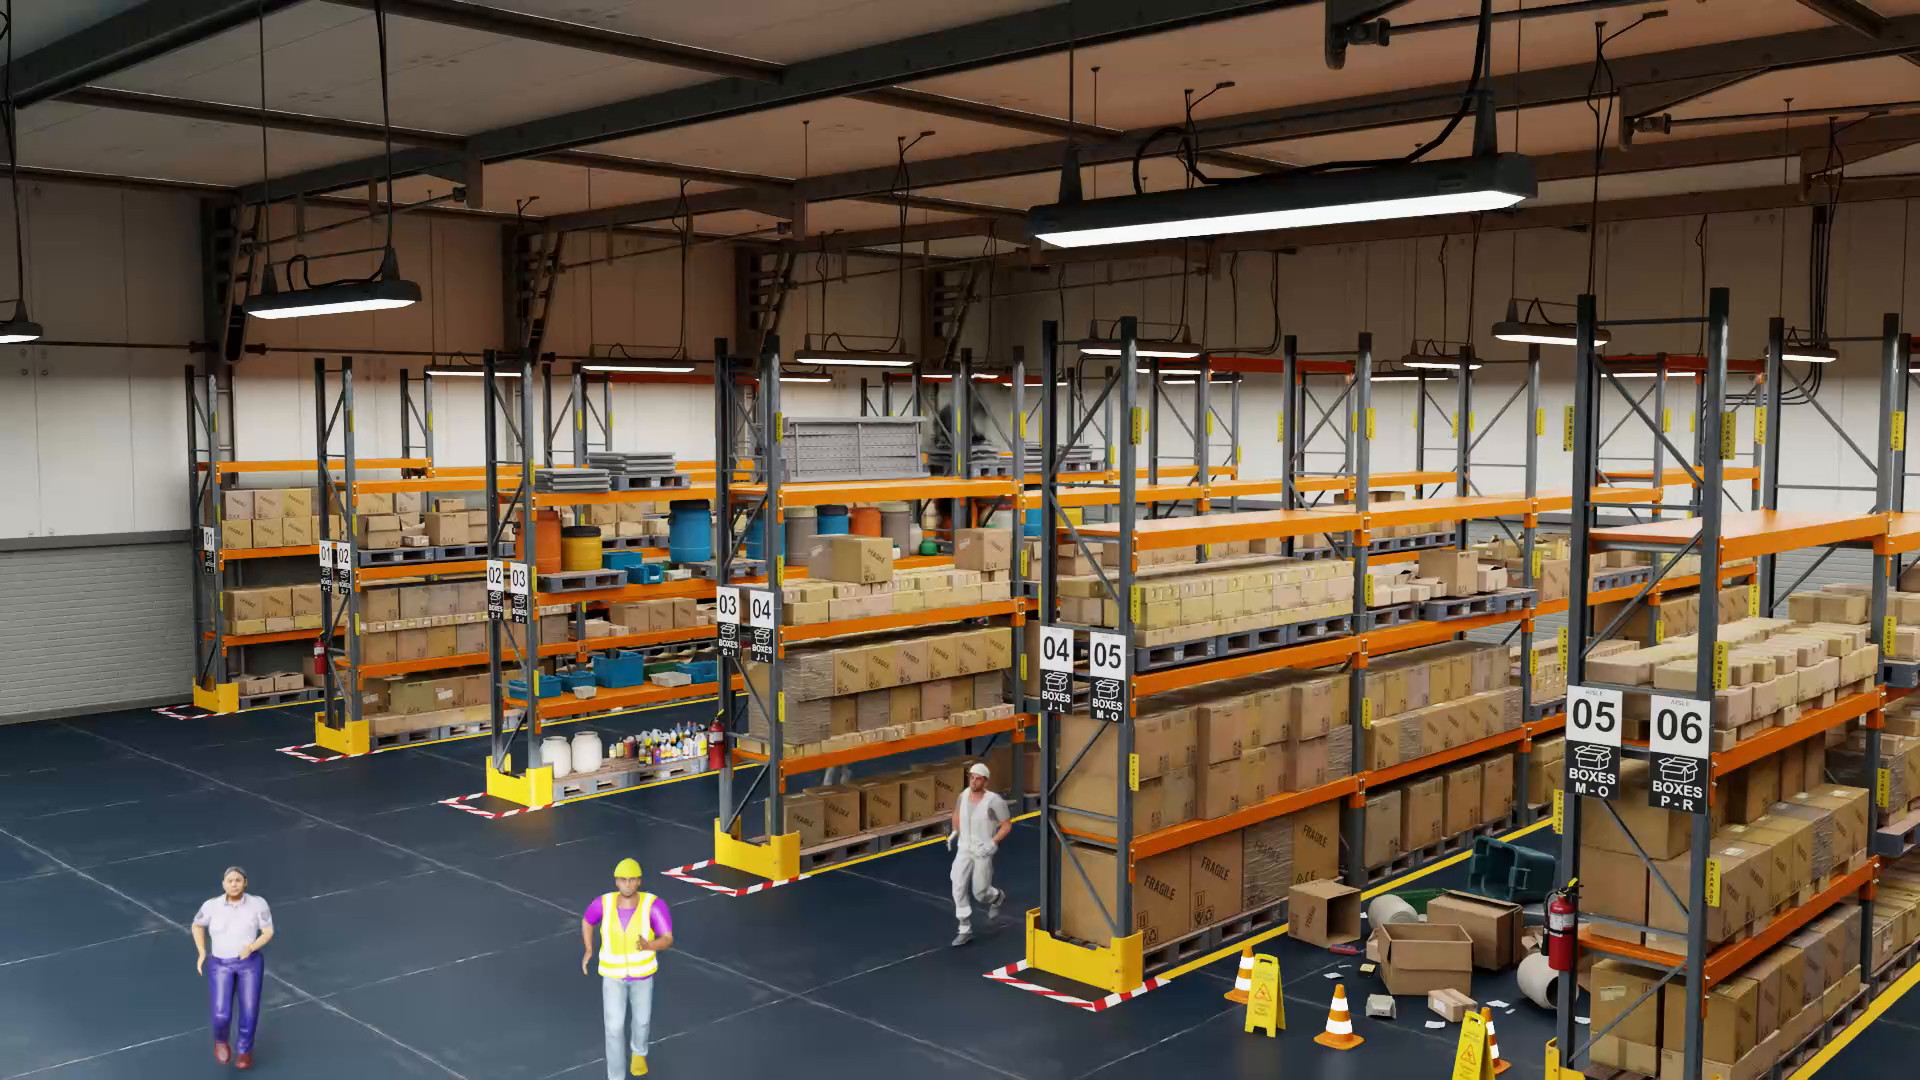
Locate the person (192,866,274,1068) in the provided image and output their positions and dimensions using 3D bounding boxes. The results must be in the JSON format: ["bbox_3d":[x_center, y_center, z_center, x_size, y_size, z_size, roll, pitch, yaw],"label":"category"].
[{"bbox_3d":[-5.671,3.361,13.004,0.592,1.609,0.583,-2,5,-25],"label":"person"}]

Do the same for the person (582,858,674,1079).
[{"bbox_3d":[-2.512,3.311,12.596,0.677,1.823,0.807,-1,4,-12],"label":"person"}]

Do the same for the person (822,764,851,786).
[{"bbox_3d":[-1.707,2.587,22.363,0.612,1.695,0.920,3,5,30],"label":"person"}]

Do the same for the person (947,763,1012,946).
[{"bbox_3d":[0.202,3.049,16.332,0.693,1.762,0.818,3,5,31],"label":"person"}]
